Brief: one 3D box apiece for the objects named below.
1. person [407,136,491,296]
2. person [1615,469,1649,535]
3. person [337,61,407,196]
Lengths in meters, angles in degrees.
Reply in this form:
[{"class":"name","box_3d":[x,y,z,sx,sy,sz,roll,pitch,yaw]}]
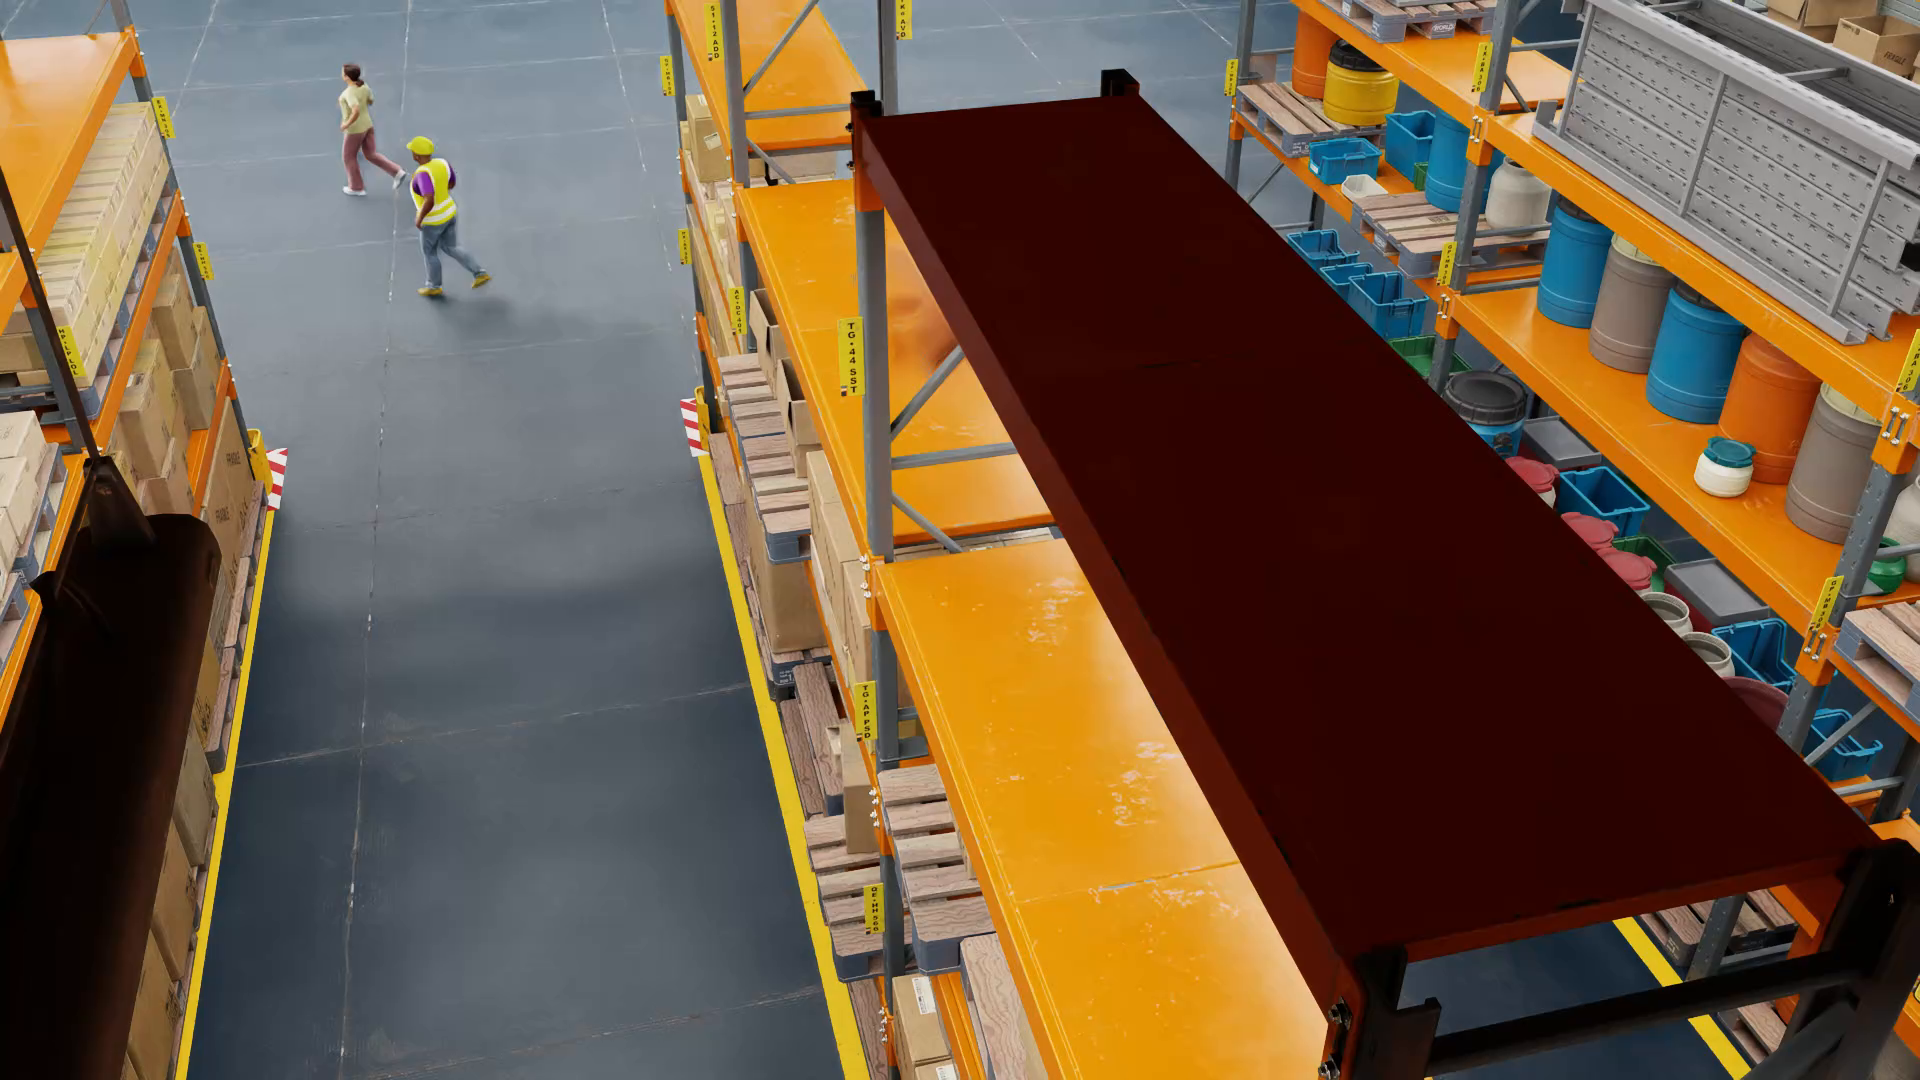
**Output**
[{"class":"person","box_3d":[-5.459,-3.364,17.437,0.865,1.782,0.724,11,36,16]},{"class":"person","box_3d":[5.531,-0.549,13.353,0.643,1.742,0.612,-8,35,-11]},{"class":"person","box_3d":[-7.089,-4.855,19.716,0.877,1.641,0.589,9,36,14]}]
